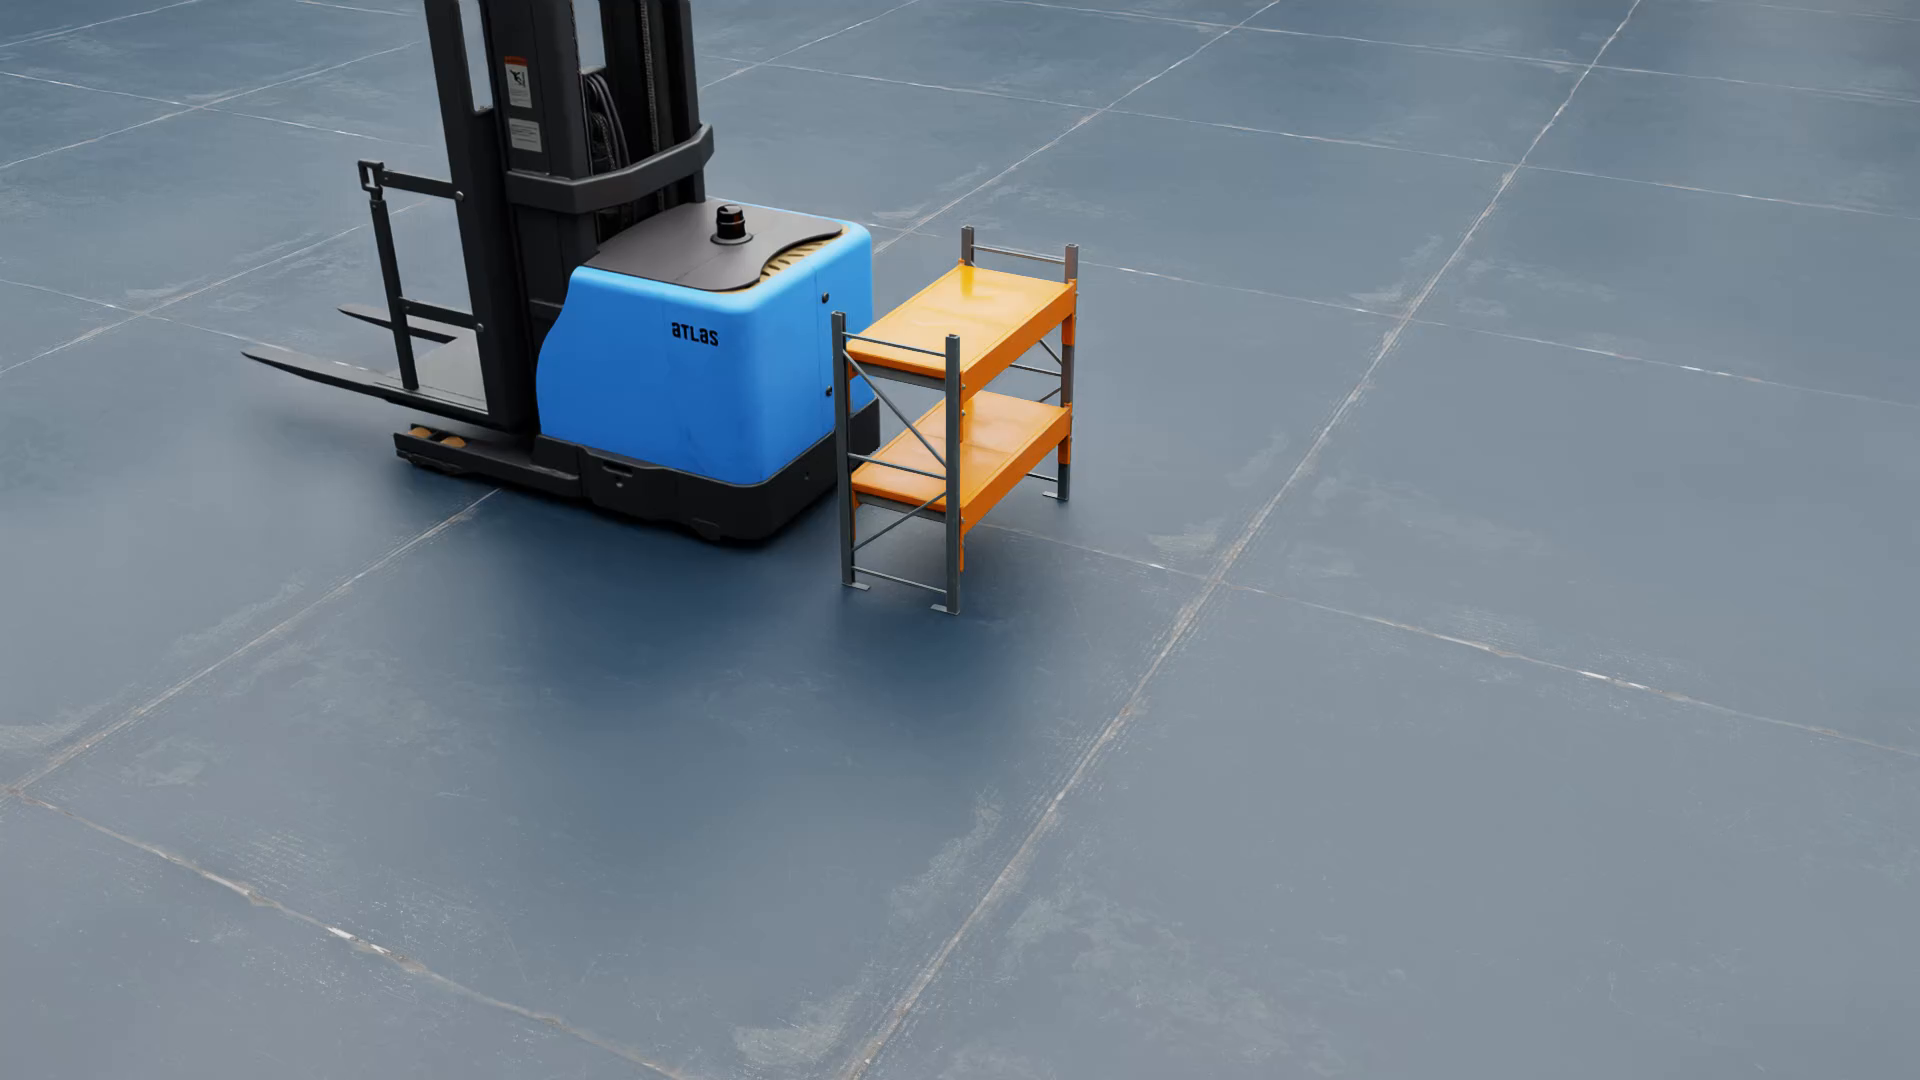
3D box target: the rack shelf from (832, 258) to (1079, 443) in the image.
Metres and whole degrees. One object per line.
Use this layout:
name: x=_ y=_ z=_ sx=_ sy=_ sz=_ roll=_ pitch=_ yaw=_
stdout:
rack shelf: x=0.003 y=-0.745 z=6.329 sx=0.538 sy=0.278 sz=1.000 roll=14 pitch=33 yaw=23

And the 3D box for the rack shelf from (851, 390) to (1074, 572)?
rack shelf: x=0.003 y=-0.279 z=6.597 sx=0.538 sy=0.278 sz=1.000 roll=14 pitch=33 yaw=23

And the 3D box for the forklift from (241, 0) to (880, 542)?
forklift: x=-1.900 y=-1.769 z=6.887 sx=3.031 sy=2.935 sz=1.130 roll=14 pitch=33 yaw=24

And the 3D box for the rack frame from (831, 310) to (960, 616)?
rack frame: x=-0.229 y=-0.265 z=6.083 sx=0.500 sy=1.125 sz=0.032 roll=14 pitch=33 yaw=23

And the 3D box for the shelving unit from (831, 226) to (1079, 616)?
shelving unit: x=0.003 y=-0.491 z=6.475 sx=0.538 sy=1.125 sz=1.048 roll=14 pitch=33 yaw=23

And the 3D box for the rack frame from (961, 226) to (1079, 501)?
rack frame: x=0.235 y=-0.716 z=6.868 sx=0.500 sy=1.125 sz=0.032 roll=14 pitch=33 yaw=23
